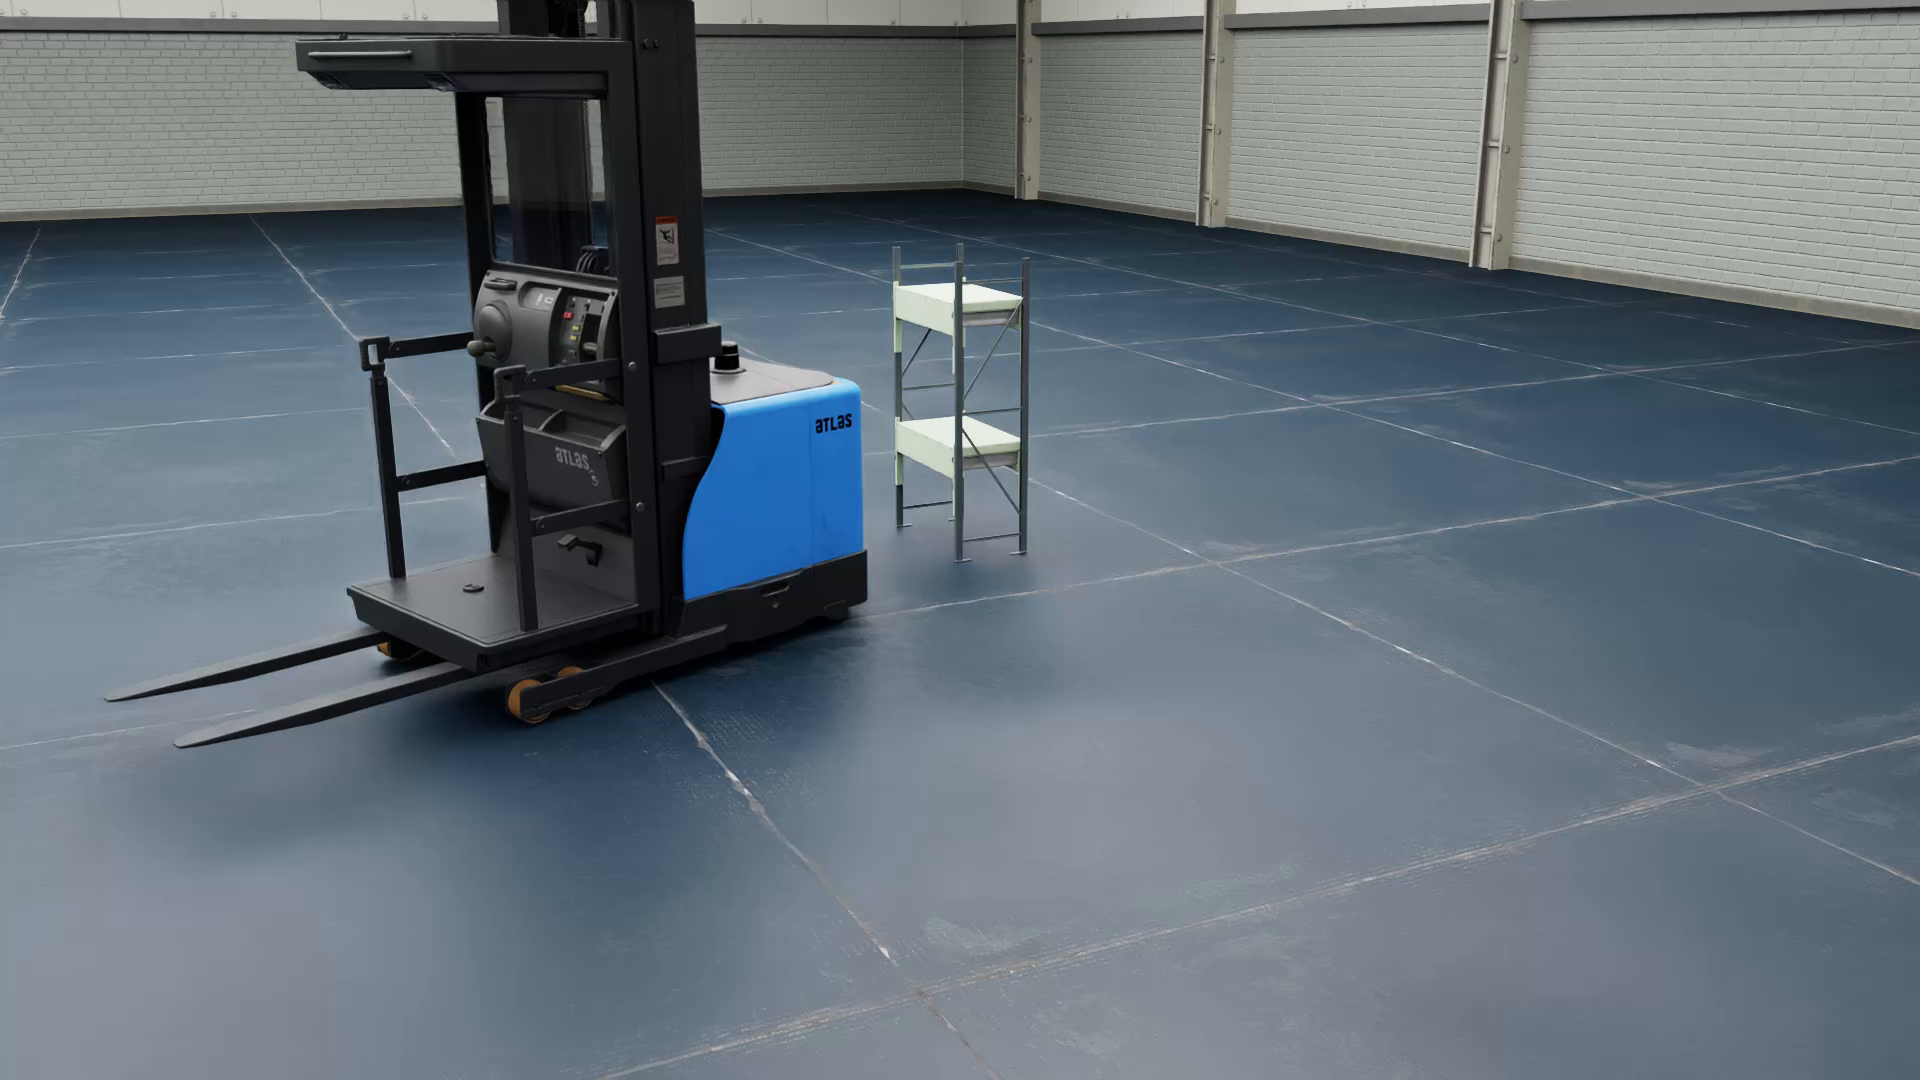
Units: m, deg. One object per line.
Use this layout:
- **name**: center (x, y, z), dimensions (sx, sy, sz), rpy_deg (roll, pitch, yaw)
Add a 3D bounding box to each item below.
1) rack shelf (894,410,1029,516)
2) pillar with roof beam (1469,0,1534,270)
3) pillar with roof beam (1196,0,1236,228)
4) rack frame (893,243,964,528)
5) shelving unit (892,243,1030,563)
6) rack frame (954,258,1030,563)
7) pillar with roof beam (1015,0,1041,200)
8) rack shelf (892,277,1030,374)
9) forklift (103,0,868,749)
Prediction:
- **rack shelf**: center (-0.003, -0.409, 8.639), dimensions (0.431, 0.370, 0.720), rpy_deg (-8, 18, -25)
- **pillar with roof beam**: center (2.624, -7.148, 17.346), dimensions (9.100, 9.000, 0.400), rpy_deg (-8, 18, -25)
- **pillar with roof beam**: center (-0.005, -8.636, 22.530), dimensions (9.100, 9.000, 0.400), rpy_deg (-8, 18, -25)
- **rack frame**: center (-0.163, -0.813, 8.866), dimensions (0.400, 1.500, 0.023), rpy_deg (-8, 18, -25)
- **shelving unit**: center (-0.003, -0.723, 8.550), dimensions (0.431, 1.500, 0.755), rpy_deg (-8, 18, -25)
- **rack frame**: center (0.157, -0.632, 8.233), dimensions (0.400, 1.500, 0.023), rpy_deg (-8, 18, -25)
- **pillar with roof beam**: center (-2.633, -10.124, 27.715), dimensions (9.100, 9.000, 0.400), rpy_deg (-8, 18, -25)
- **rack shelf**: center (-0.003, -1.098, 8.442), dimensions (0.431, 0.370, 0.720), rpy_deg (-8, 18, -25)
- **forklift**: center (-1.798, -0.870, 6.468), dimensions (1.130, 2.935, 3.031), rpy_deg (15, 22, 41)
